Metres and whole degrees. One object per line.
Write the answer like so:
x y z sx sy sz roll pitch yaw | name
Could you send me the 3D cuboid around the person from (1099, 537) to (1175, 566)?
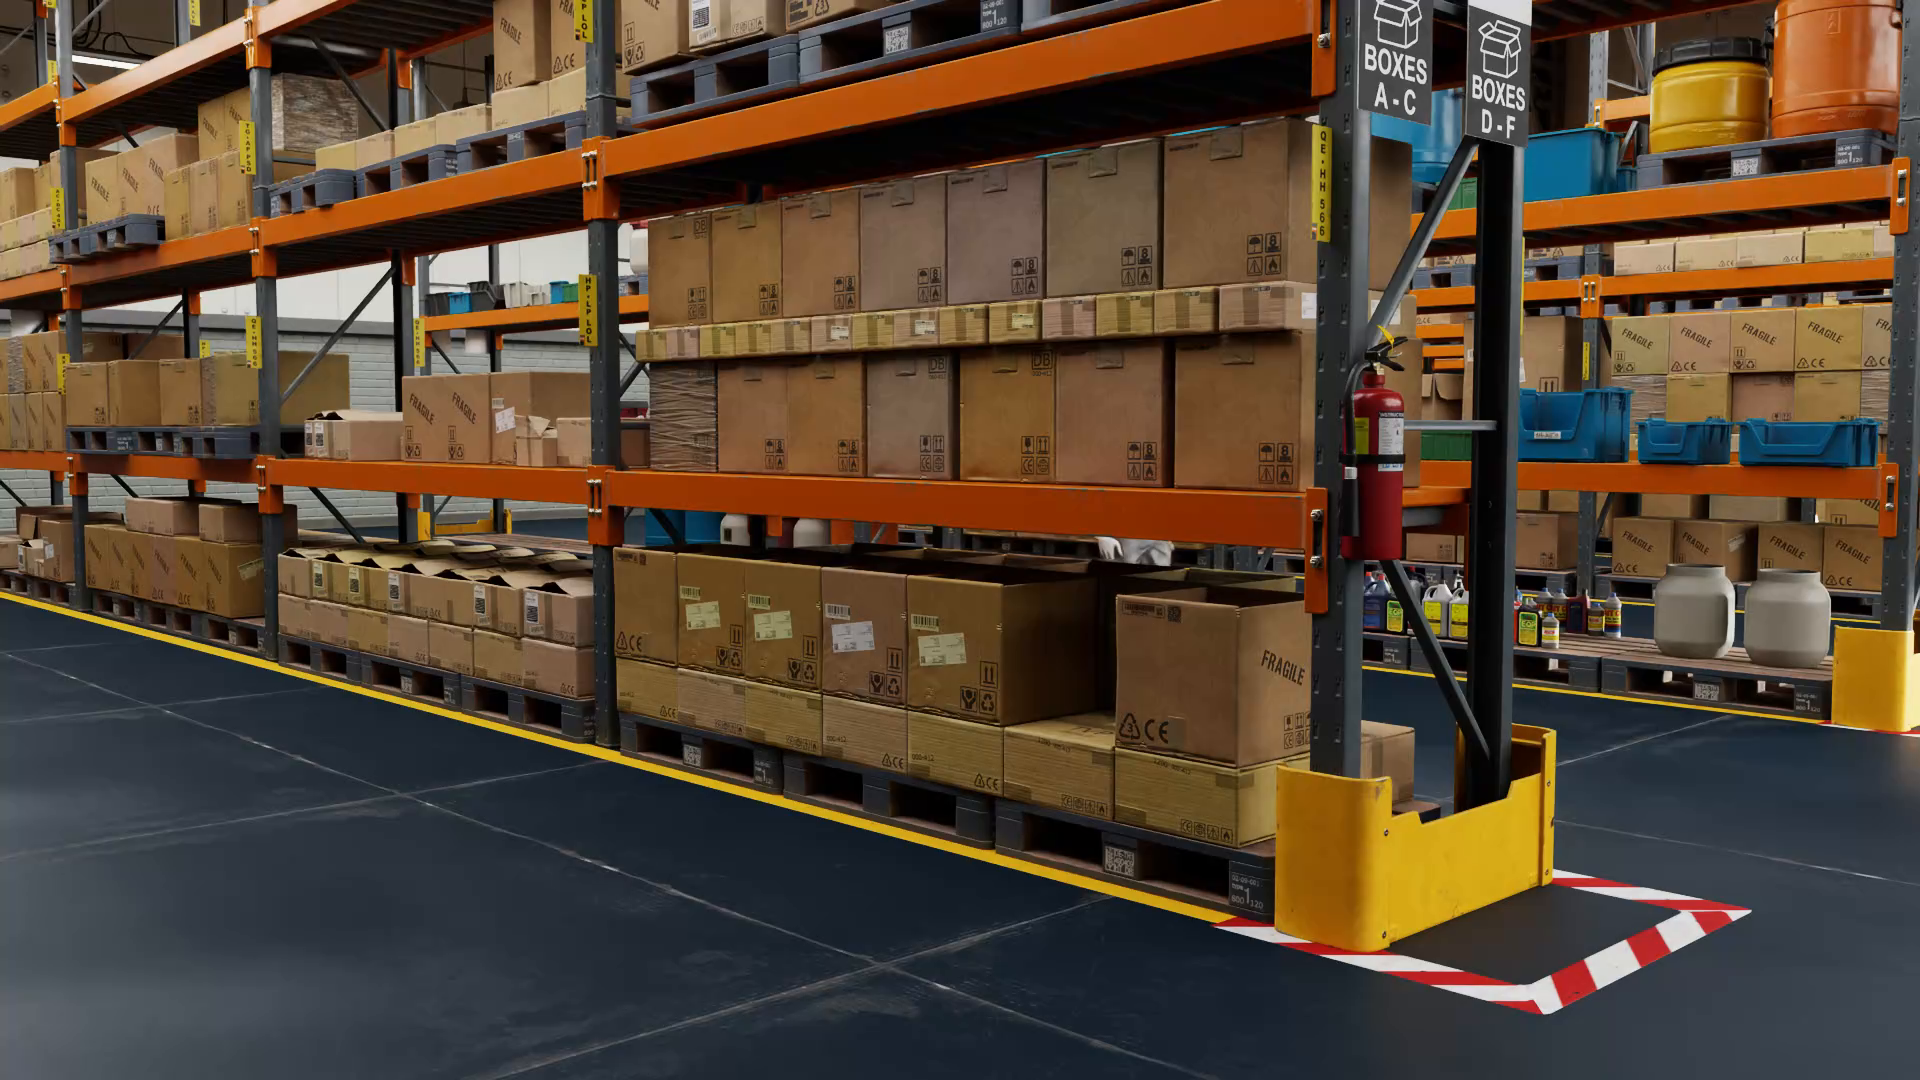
1.004 -0.005 9.324 0.555 1.810 0.459 -3 5 -42 | person
